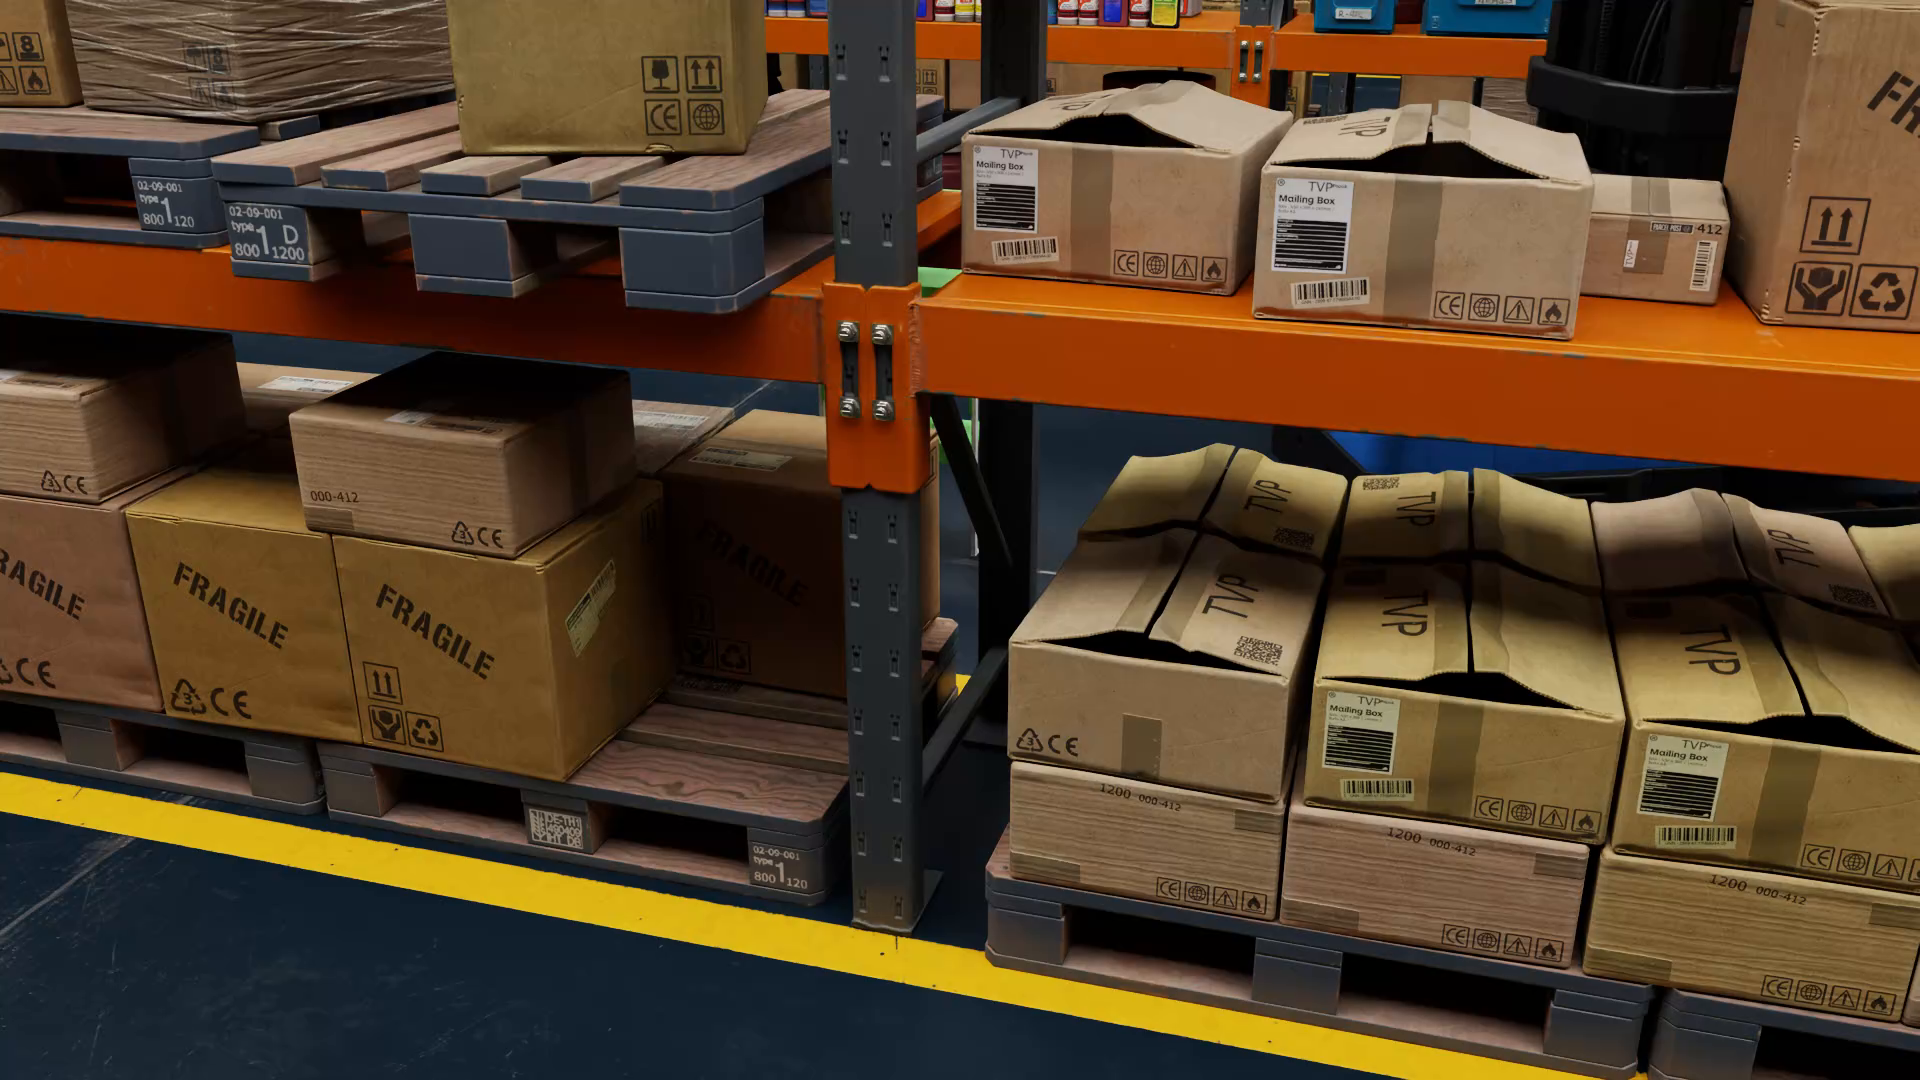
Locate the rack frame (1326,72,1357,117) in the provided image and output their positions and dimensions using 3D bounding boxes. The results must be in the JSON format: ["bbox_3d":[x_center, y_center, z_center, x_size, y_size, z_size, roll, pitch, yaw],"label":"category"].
[{"bbox_3d":[2.851,-4.378,11.991,0.127,3.000,1.000,7,23,16],"label":"rack frame"}]

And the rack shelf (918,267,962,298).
[{"bbox_3d":[-0.158,-0.736,5.020,0.480,0.148,0.258,7,23,15],"label":"rack shelf"}]

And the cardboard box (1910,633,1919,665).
[{"bbox_3d":[1.888,0.371,2.745,0.500,0.311,0.500,6,23,15],"label":"cardboard box"}]

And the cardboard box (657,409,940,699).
[{"bbox_3d":[-0.367,0.020,3.983,0.500,0.500,0.500,8,23,18],"label":"cardboard box"}]

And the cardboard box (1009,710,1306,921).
[{"bbox_3d":[0.402,0.463,3.259,0.500,0.250,0.500,6,23,15],"label":"cardboard box"}]

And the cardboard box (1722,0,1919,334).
[{"bbox_3d":[1.597,-0.647,2.764,0.500,0.500,0.500,5,23,13],"label":"cardboard box"}]

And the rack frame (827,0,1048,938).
[{"bbox_3d":[-0.014,-0.779,3.217,0.127,3.000,1.000,7,23,16],"label":"rack frame"}]

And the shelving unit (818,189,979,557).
[{"bbox_3d":[-0.158,-0.573,5.087,0.503,1.200,0.258,7,23,15],"label":"shelving unit"}]

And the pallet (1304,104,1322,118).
[{"bbox_3d":[2.118,-3.202,12.797,1.213,0.211,1.003,7,23,16],"label":"pallet"}]

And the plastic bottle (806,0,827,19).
[{"bbox_3d":[-0.629,-2.638,7.813,0.185,0.351,0.144,7,23,16],"label":"plastic bottle"}]

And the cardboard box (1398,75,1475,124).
[{"bbox_3d":[3.498,-3.359,12.220,0.500,0.500,0.700,5,23,13],"label":"cardboard box"}]

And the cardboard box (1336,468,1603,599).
[{"bbox_3d":[1.058,0.062,3.498,0.500,0.311,0.500,6,23,15],"label":"cardboard box"}]

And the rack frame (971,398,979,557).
[{"bbox_3d":[0.075,-0.547,5.021,0.015,1.200,0.240,7,23,15],"label":"rack frame"}]

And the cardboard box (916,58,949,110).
[{"bbox_3d":[-0.360,-3.965,13.230,0.875,0.875,1.225,7,23,16],"label":"cardboard box"}]

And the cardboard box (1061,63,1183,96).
[{"bbox_3d":[1.345,-3.773,12.762,0.875,0.875,1.225,7,23,16],"label":"cardboard box"}]

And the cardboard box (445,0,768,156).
[{"bbox_3d":[-0.650,-1.048,3.187,0.500,0.500,0.700,-1,22,-2],"label":"cardboard box"}]

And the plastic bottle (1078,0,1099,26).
[{"bbox_3d":[0.584,-2.421,7.480,0.097,0.201,0.097,0,22,0],"label":"plastic bottle"}]

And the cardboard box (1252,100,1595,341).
[{"bbox_3d":[0.786,-0.570,2.824,0.500,0.311,0.500,6,23,15],"label":"cardboard box"}]

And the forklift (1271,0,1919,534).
[{"bbox_3d":[2.648,-1.506,5.078,3.031,2.935,1.130,-3,22,-6],"label":"forklift"}]

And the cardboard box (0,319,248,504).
[{"bbox_3d":[-2.013,-0.306,3.789,0.500,0.250,0.500,6,23,14],"label":"cardboard box"}]

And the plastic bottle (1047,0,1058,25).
[{"bbox_3d":[0.397,-2.474,7.519,0.097,0.271,0.097,0,22,0],"label":"plastic bottle"}]

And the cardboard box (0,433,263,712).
[{"bbox_3d":[-1.977,0.044,3.923,0.500,0.500,0.500,6,23,14],"label":"cardboard box"}]

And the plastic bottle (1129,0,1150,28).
[{"bbox_3d":[0.805,-2.395,7.419,0.097,0.201,0.097,0,22,0],"label":"plastic bottle"}]

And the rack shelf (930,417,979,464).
[{"bbox_3d":[-0.158,-0.292,5.202,0.480,0.148,0.258,7,23,15],"label":"rack shelf"}]

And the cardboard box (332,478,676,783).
[{"bbox_3d":[-0.977,0.156,3.650,0.500,0.500,0.500,7,23,18],"label":"cardboard box"}]

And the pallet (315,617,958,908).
[{"bbox_3d":[-0.718,0.415,3.979,1.213,0.211,1.003,7,23,16],"label":"pallet"}]

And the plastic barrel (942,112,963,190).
[{"bbox_3d":[-0.134,-1.828,8.399,0.708,0.588,0.600,7,23,16],"label":"plastic barrel"}]

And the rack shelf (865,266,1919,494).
[{"bbox_3d":[1.901,-0.227,2.819,4.000,0.370,1.077,7,23,16],"label":"rack shelf"}]

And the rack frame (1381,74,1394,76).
[{"bbox_3d":[4.380,-6.169,16.357,0.127,3.000,1.000,7,23,16],"label":"rack frame"}]

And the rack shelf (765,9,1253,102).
[{"bbox_3d":[-0.494,-2.465,8.275,4.000,0.370,1.077,7,23,16],"label":"rack shelf"}]

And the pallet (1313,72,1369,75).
[{"bbox_3d":[3.633,-4.965,17.096,1.213,0.211,1.003,7,23,16],"label":"pallet"}]

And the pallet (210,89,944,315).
[{"bbox_3d":[-0.683,-0.739,3.373,1.003,0.211,1.213,7,23,16],"label":"pallet"}]

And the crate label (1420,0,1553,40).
[{"bbox_3d":[2.293,-2.388,7.092,0.616,0.435,0.502,7,23,16],"label":"crate label"}]

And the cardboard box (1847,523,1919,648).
[{"bbox_3d":[2.020,0.174,3.225,0.500,0.311,0.500,7,23,17],"label":"cardboard box"}]

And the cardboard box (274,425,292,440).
[{"bbox_3d":[-1.349,-0.092,4.256,0.500,0.500,0.500,6,23,15],"label":"cardboard box"}]

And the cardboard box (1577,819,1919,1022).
[{"bbox_3d":[1.383,0.572,2.992,0.500,0.250,0.500,6,23,14],"label":"cardboard box"}]

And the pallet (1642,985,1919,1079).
[{"bbox_3d":[1.927,0.750,3.164,1.213,0.211,1.003,7,23,16],"label":"pallet"}]

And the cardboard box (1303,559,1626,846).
[{"bbox_3d":[0.908,0.258,3.020,0.500,0.311,0.500,6,23,14],"label":"cardboard box"}]

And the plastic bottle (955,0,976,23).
[{"bbox_3d":[0.024,-2.485,7.636,0.097,0.201,0.097,0,22,0],"label":"plastic bottle"}]

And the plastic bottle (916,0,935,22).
[{"bbox_3d":[-0.184,-2.539,7.661,0.133,0.283,0.061,7,23,16],"label":"plastic bottle"}]

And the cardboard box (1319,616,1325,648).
[{"bbox_3d":[0.560,0.268,3.735,0.500,0.250,0.500,7,23,17],"label":"cardboard box"}]

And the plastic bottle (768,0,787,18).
[{"bbox_3d":[-0.864,-2.619,7.871,0.097,0.271,0.097,0,22,0],"label":"plastic bottle"}]

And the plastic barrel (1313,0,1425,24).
[{"bbox_3d":[1.952,-2.701,7.722,0.708,0.536,0.600,7,23,16],"label":"plastic barrel"}]

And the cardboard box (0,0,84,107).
[{"bbox_3d":[-2.134,-1.287,3.770,0.500,0.500,0.700,1,22,2],"label":"cardboard box"}]
